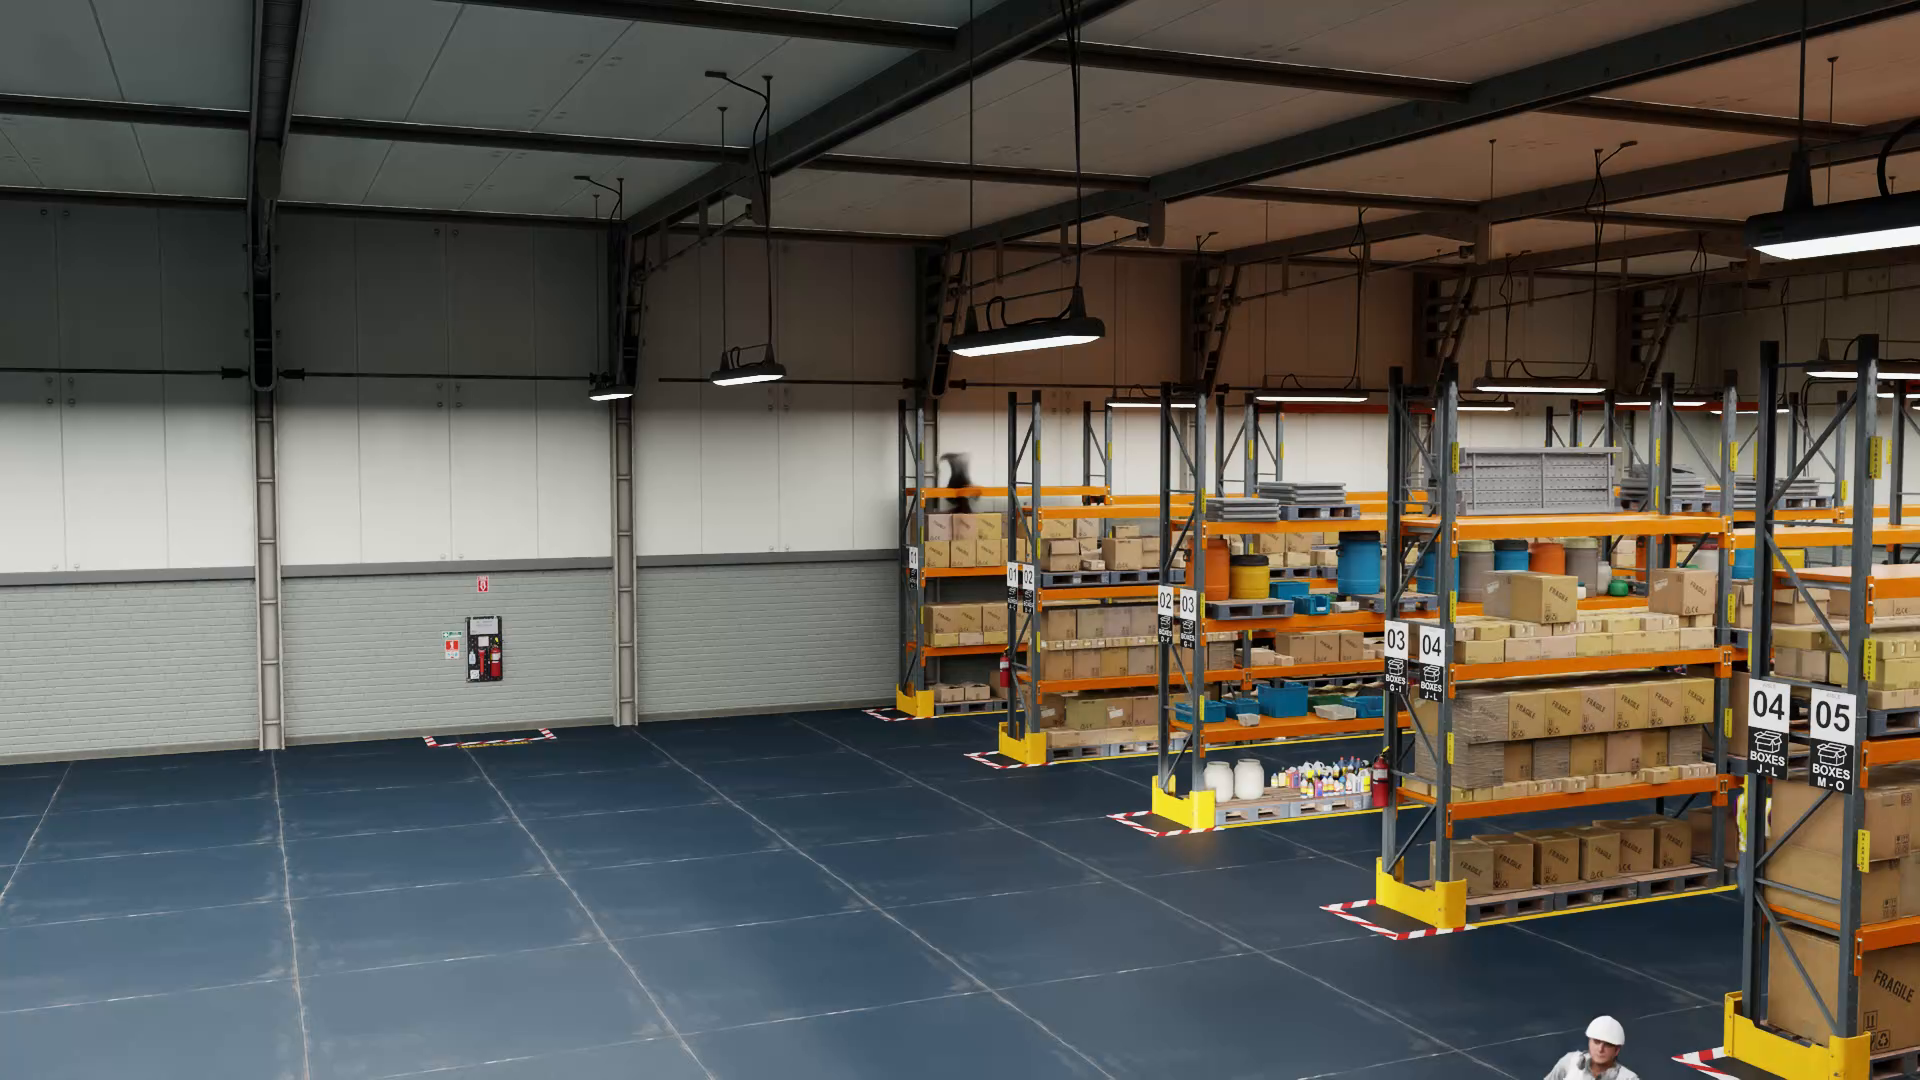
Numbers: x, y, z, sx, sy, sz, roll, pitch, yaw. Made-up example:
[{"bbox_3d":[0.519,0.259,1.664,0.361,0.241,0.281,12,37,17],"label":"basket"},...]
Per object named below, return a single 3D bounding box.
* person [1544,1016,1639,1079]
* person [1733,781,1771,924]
[{"bbox_3d":[3.863,3.716,10.128,0.719,1.730,0.578,2,4,32],"label":"person"},{"bbox_3d":[8.436,3.295,17.508,0.705,1.687,0.661,-3,5,-44],"label":"person"}]
